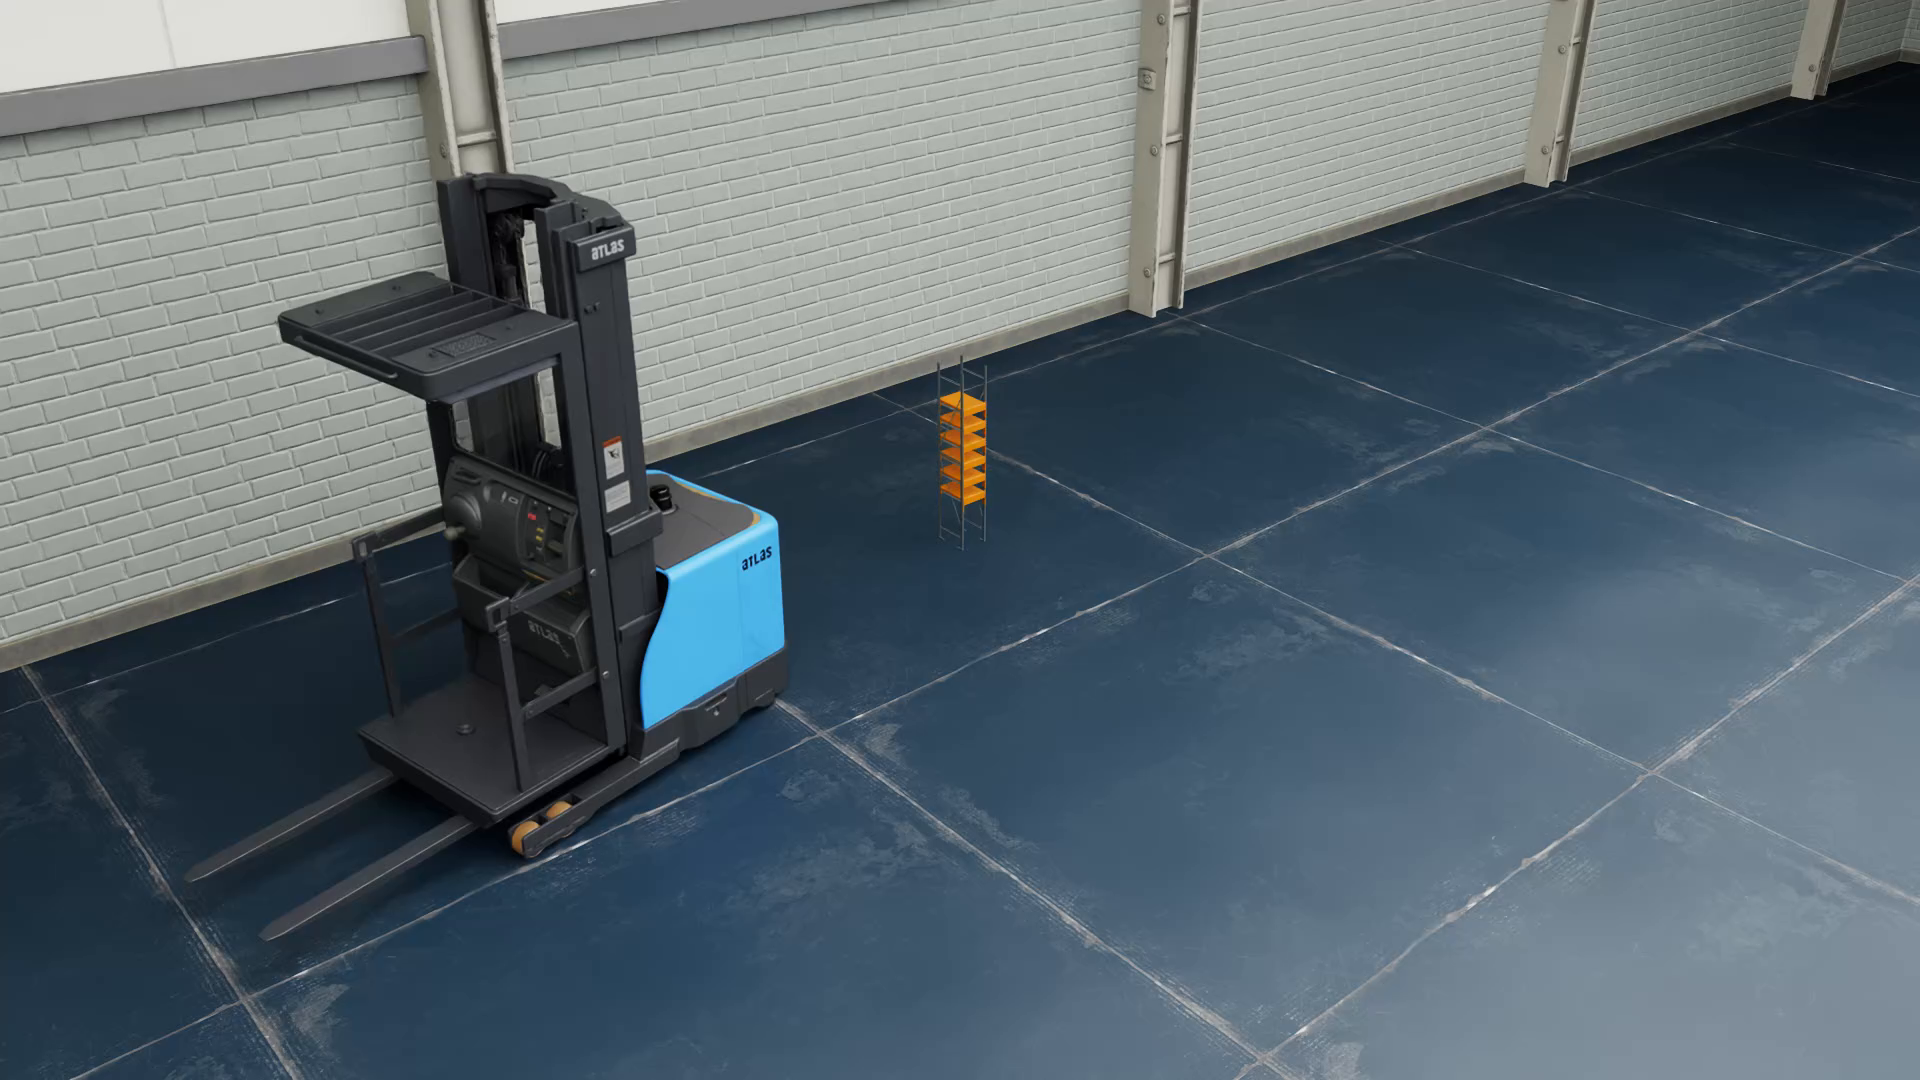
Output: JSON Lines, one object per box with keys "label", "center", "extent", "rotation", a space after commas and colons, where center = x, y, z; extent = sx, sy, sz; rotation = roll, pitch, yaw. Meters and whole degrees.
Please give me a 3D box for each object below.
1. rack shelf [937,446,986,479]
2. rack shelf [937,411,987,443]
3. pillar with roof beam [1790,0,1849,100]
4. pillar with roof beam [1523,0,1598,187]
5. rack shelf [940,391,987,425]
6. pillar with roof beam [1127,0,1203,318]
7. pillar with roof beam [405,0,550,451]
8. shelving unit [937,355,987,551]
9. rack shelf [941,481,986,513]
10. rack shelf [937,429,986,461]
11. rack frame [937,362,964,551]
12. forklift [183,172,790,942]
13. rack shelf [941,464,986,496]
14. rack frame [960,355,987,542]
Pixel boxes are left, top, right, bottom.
{"label": "rack shelf", "center": [0.011, -0.494, 10.355], "extent": [0.180, 0.103, 0.258], "rotation": [-22, 35, -35]}
{"label": "rack shelf", "center": [0.011, -0.706, 10.242], "extent": [0.180, 0.103, 0.258], "rotation": [-22, 35, -35]}
{"label": "pillar with roof beam", "center": [13.605, -8.103, 16.223], "extent": [0.400, 9.000, 9.100], "rotation": [-22, 35, -35]}
{"label": "pillar with roof beam", "center": [9.040, -6.267, 12.789], "extent": [0.400, 9.000, 9.100], "rotation": [-22, 35, -35]}
{"label": "rack shelf", "center": [0.011, -0.812, 10.185], "extent": [0.180, 0.103, 0.258], "rotation": [-22, 35, -35]}
{"label": "pillar with roof beam", "center": [4.476, -4.432, 9.354], "extent": [0.400, 9.000, 9.100], "rotation": [-22, 35, -35]}
{"label": "pillar with roof beam", "center": [-0.089, -2.597, 5.919], "extent": [0.400, 9.000, 9.100], "rotation": [-22, 35, -35]}
{"label": "shelving unit", "center": [0.011, -0.534, 10.334], "extent": [0.189, 1.200, 0.258], "rotation": [-22, 35, -35]}
{"label": "rack shelf", "center": [0.011, -0.283, 10.468], "extent": [0.180, 0.103, 0.258], "rotation": [-22, 35, -35]}
{"label": "rack shelf", "center": [0.011, -0.600, 10.298], "extent": [0.180, 0.103, 0.258], "rotation": [-22, 35, -35]}
{"label": "rack frame", "center": [-0.059, -0.506, 10.281], "extent": [0.006, 1.200, 0.240], "rotation": [-22, 35, -35]}
{"label": "forklift", "center": [-2.234, -0.066, 7.622], "extent": [1.130, 2.935, 3.031], "rotation": [21, 34, 33]}
{"label": "rack shelf", "center": [0.011, -0.389, 10.411], "extent": [0.180, 0.103, 0.258], "rotation": [-22, 35, -35]}
{"label": "rack frame", "center": [0.081, -0.562, 10.386], "extent": [0.006, 1.200, 0.240], "rotation": [-22, 35, -35]}
